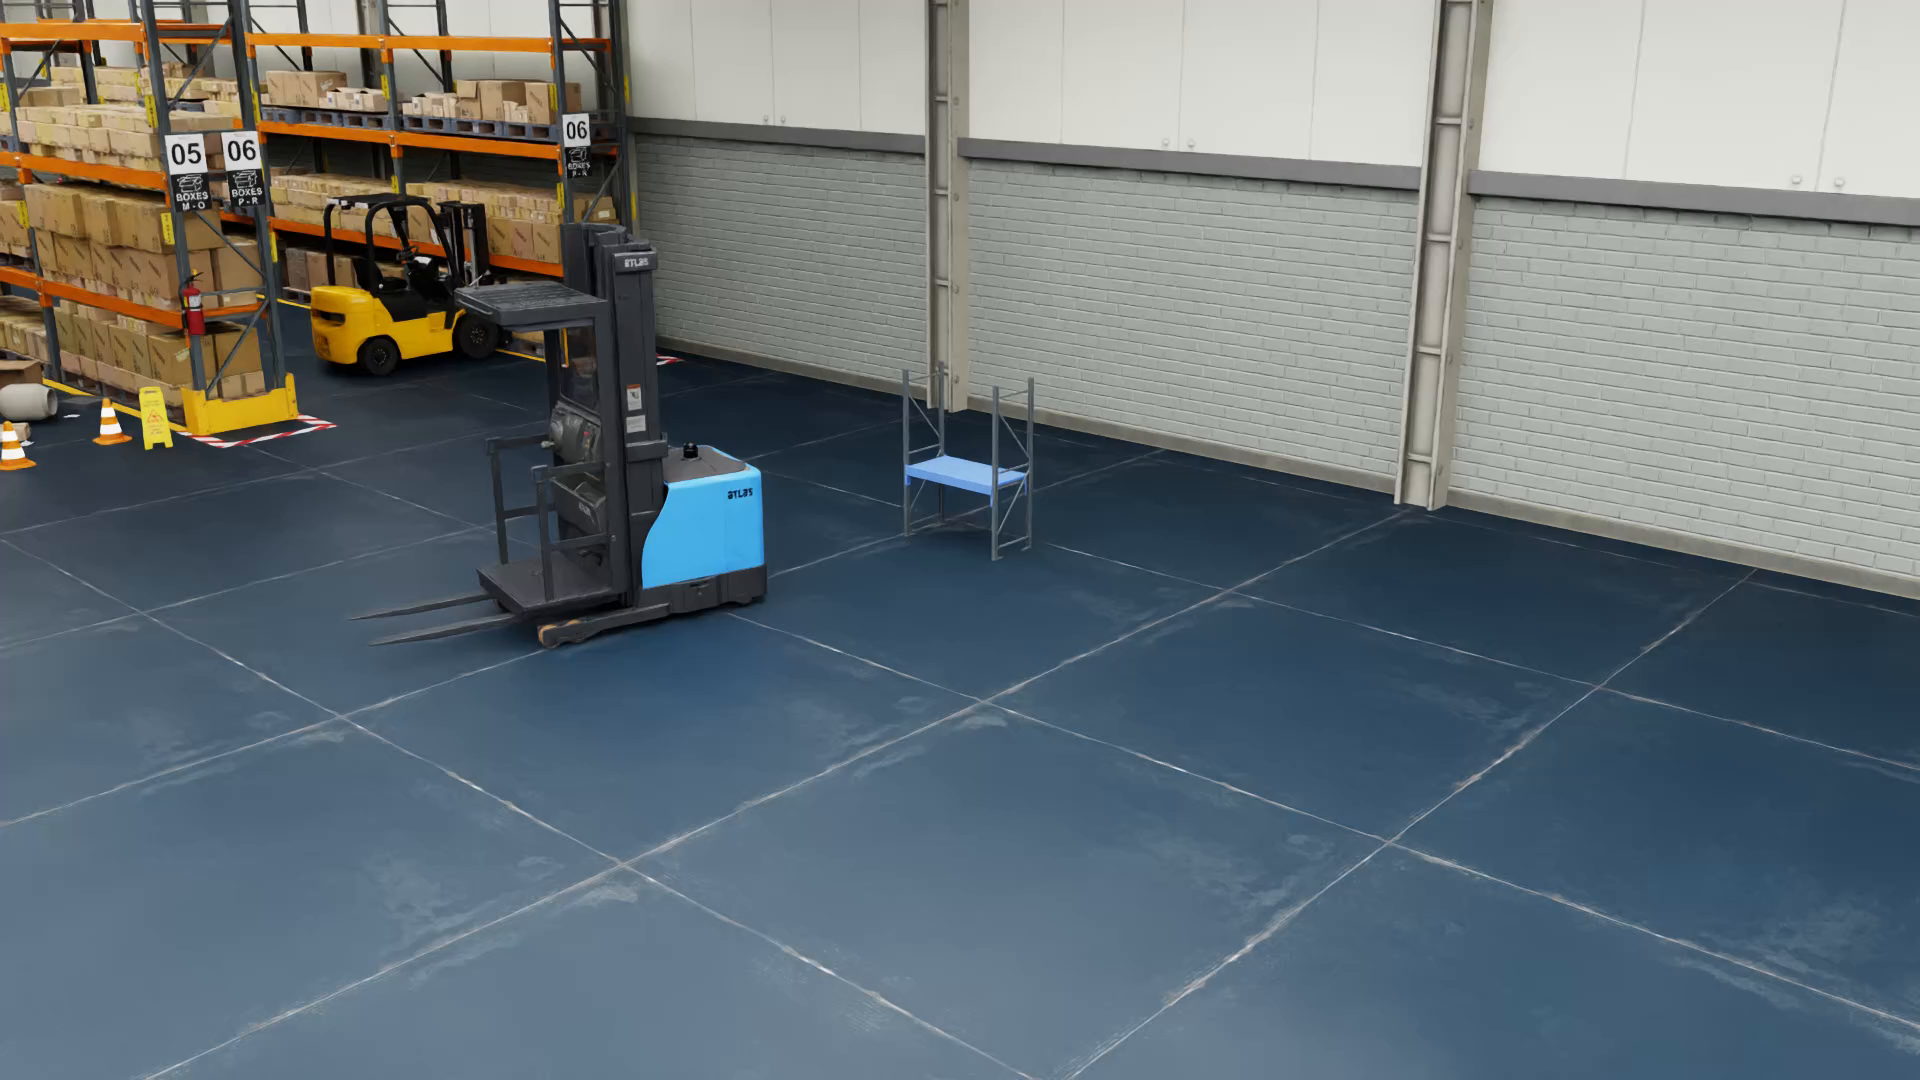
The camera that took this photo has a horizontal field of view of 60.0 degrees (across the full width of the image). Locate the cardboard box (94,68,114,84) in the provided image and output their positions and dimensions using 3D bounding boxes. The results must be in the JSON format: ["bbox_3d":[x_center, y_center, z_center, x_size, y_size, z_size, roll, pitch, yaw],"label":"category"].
[{"bbox_3d":[-15.369,-8.339,29.899,0.500,0.250,0.500,16,24,41],"label":"cardboard box"}]

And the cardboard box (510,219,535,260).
[{"bbox_3d":[-5.632,-4.031,22.190,0.500,0.500,0.500,16,24,41],"label":"cardboard box"}]

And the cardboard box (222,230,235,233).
[{"bbox_3d":[-12.573,-5.185,28.357,0.250,0.149,0.380,16,24,41],"label":"cardboard box"}]

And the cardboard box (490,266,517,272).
[{"bbox_3d":[-6.445,-3.749,23.665,0.500,0.250,0.500,15,23,40],"label":"cardboard box"}]

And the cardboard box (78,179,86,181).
[{"bbox_3d":[-16.390,-6.762,31.376,0.250,0.149,0.380,16,23,41],"label":"cardboard box"}]

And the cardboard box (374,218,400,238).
[{"bbox_3d":[-8.250,-4.612,24.432,0.500,0.250,0.500,16,23,40],"label":"cardboard box"}]

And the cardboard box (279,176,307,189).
[{"bbox_3d":[-10.448,-5.617,26.115,0.250,0.149,0.380,16,23,40],"label":"cardboard box"}]

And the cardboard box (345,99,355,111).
[{"bbox_3d":[-8.724,-6.351,24.262,0.250,0.149,0.380,15,23,39],"label":"cardboard box"}]

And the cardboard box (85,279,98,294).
[{"bbox_3d":[-10.018,-3.003,19.530,0.250,0.149,0.380,15,23,40],"label":"cardboard box"}]

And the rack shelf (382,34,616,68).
[{"bbox_3d":[-6.204,-6.566,22.274,4.000,0.370,1.077,15,23,39],"label":"rack shelf"}]

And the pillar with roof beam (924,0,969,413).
[{"bbox_3d":[-3.000,-4.863,15.057,0.400,9.000,9.100,15,23,39],"label":"pillar with roof beam"}]

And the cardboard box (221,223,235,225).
[{"bbox_3d":[-13.016,-5.505,29.365,0.250,0.149,0.380,15,23,39],"label":"cardboard box"}]

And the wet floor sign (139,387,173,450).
[{"bbox_3d":[-8.568,-1.312,17.679,0.267,0.644,0.232,-9,20,-27],"label":"wet floor sign"}]

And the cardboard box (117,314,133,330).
[{"bbox_3d":[-9.473,-2.535,19.181,0.250,0.149,0.380,16,24,42],"label":"cardboard box"}]

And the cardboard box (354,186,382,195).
[{"bbox_3d":[-8.740,-5.148,24.636,0.250,0.149,0.380,14,22,38],"label":"cardboard box"}]

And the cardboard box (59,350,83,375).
[{"bbox_3d":[-10.729,-2.227,20.523,0.500,0.250,0.500,14,22,37],"label":"cardboard box"}]

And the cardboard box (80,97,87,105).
[{"bbox_3d":[-15.878,-8.018,30.373,0.250,0.149,0.380,15,23,39],"label":"cardboard box"}]

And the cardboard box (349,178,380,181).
[{"bbox_3d":[-9.275,-5.554,25.915,0.250,0.149,0.380,15,23,38],"label":"cardboard box"}]

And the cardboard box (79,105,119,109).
[{"bbox_3d":[-10.364,-5.158,20.045,0.250,0.149,0.380,14,23,38],"label":"cardboard box"}]

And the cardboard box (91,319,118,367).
[{"bbox_3d":[-9.934,-2.376,19.750,0.500,0.500,0.500,17,24,42],"label":"cardboard box"}]

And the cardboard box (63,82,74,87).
[{"bbox_3d":[-16.130,-8.302,30.611,0.500,0.250,0.500,16,23,40],"label":"cardboard box"}]

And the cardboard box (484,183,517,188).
[{"bbox_3d":[-6.484,-4.941,23.494,0.250,0.149,0.380,15,23,38],"label":"cardboard box"}]

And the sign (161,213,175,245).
[{"bbox_3d":[-8.383,-3.295,17.600,0.005,0.325,0.100,15,23,39],"label":"sign"}]

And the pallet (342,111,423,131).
[{"bbox_3d":[-8.368,-6.154,24.401,1.217,0.209,0.805,14,22,37],"label":"pallet"}]

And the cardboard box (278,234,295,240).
[{"bbox_3d":[-11.294,-5.029,27.864,0.250,0.149,0.380,15,23,40],"label":"cardboard box"}]

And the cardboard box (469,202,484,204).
[{"bbox_3d":[-6.492,-4.560,22.782,0.250,0.149,0.380,14,23,38],"label":"cardboard box"}]

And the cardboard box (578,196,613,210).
[{"bbox_3d":[-4.817,-4.452,21.953,0.250,0.149,0.380,14,23,38],"label":"cardboard box"}]

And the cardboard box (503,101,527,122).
[{"bbox_3d":[-5.719,-5.600,21.703,0.258,0.266,0.396,15,23,39],"label":"cardboard box"}]

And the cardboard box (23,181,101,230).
[{"bbox_3d":[-10.806,-4.046,20.092,0.500,0.500,0.700,15,23,39],"label":"cardboard box"}]

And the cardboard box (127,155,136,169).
[{"bbox_3d":[-8.836,-4.136,18.143,0.250,0.149,0.380,16,24,41],"label":"cardboard box"}]

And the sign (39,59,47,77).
[{"bbox_3d":[-17.035,-8.774,30.896,0.005,0.325,0.100,15,23,39],"label":"sign"}]

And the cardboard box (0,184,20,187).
[{"bbox_3d":[-12.231,-4.443,21.229,0.250,0.149,0.380,14,22,37],"label":"cardboard box"}]

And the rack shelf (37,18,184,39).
[{"bbox_3d":[-15.179,-9.164,29.806,4.000,0.370,1.077,15,23,39],"label":"rack shelf"}]

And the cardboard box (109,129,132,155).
[{"bbox_3d":[-8.928,-4.360,18.190,0.500,0.250,0.500,15,23,39],"label":"cardboard box"}]

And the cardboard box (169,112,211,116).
[{"bbox_3d":[-8.613,-4.700,18.602,0.250,0.149,0.380,15,23,39],"label":"cardboard box"}]

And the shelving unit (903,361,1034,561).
[{"bbox_3d":[0.064,-0.698,14.331,1.048,1.500,0.538,15,23,39],"label":"shelving unit"}]

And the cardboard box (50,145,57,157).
[{"bbox_3d":[-10.504,-4.619,19.665,0.250,0.149,0.380,15,23,39],"label":"cardboard box"}]

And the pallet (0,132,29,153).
[{"bbox_3d":[-11.382,-5.006,20.777,1.003,0.211,1.213,15,23,39],"label":"pallet"}]

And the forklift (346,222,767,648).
[{"bbox_3d":[-3.028,-0.791,12.259,3.031,2.935,1.130,-11,21,-32],"label":"forklift"}]

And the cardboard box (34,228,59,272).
[{"bbox_3d":[-10.847,-3.555,20.199,0.500,0.500,0.500,15,23,39],"label":"cardboard box"}]

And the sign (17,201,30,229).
[{"bbox_3d":[-11.357,-3.943,20.163,0.005,0.325,0.100,15,23,39],"label":"sign"}]

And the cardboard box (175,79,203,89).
[{"bbox_3d":[-12.741,-7.545,27.531,0.250,0.149,0.380,15,23,40],"label":"cardboard box"}]

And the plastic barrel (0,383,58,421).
[{"bbox_3d":[-10.549,-1.559,18.823,0.512,0.421,0.421,-3,18,-8],"label":"plastic barrel"}]

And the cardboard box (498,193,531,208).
[{"bbox_3d":[-5.940,-4.544,22.241,0.250,0.149,0.380,16,23,41],"label":"cardboard box"}]

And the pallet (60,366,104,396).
[{"bbox_3d":[-10.466,-2.061,20.758,1.213,0.211,1.003,15,23,39],"label":"pallet"}]

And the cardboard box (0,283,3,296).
[{"bbox_3d":[-14.445,-3.665,24.021,0.875,0.875,0.875,15,23,39],"label":"cardboard box"}]

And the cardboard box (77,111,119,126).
[{"bbox_3d":[-9.755,-4.777,18.843,0.250,0.149,0.380,16,23,40],"label":"cardboard box"}]

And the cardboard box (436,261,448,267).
[{"bbox_3d":[-7.546,-3.839,23.949,0.500,0.250,0.500,15,23,38],"label":"cardboard box"}]

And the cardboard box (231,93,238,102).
[{"bbox_3d":[-11.477,-7.124,26.732,0.250,0.149,0.380,16,23,40],"label":"cardboard box"}]

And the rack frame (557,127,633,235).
[{"bbox_3d":[-4.708,-3.838,21.747,0.127,3.000,1.000,15,23,39],"label":"rack frame"}]

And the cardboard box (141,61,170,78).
[{"bbox_3d":[-13.689,-8.005,28.297,0.258,0.266,0.396,15,23,39],"label":"cardboard box"}]

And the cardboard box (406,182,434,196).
[{"bbox_3d":[-7.658,-5.009,23.706,0.250,0.149,0.380,16,23,40],"label":"cardboard box"}]

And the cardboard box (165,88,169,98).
[{"bbox_3d":[-13.166,-7.497,27.872,0.250,0.149,0.380,15,23,40],"label":"cardboard box"}]
